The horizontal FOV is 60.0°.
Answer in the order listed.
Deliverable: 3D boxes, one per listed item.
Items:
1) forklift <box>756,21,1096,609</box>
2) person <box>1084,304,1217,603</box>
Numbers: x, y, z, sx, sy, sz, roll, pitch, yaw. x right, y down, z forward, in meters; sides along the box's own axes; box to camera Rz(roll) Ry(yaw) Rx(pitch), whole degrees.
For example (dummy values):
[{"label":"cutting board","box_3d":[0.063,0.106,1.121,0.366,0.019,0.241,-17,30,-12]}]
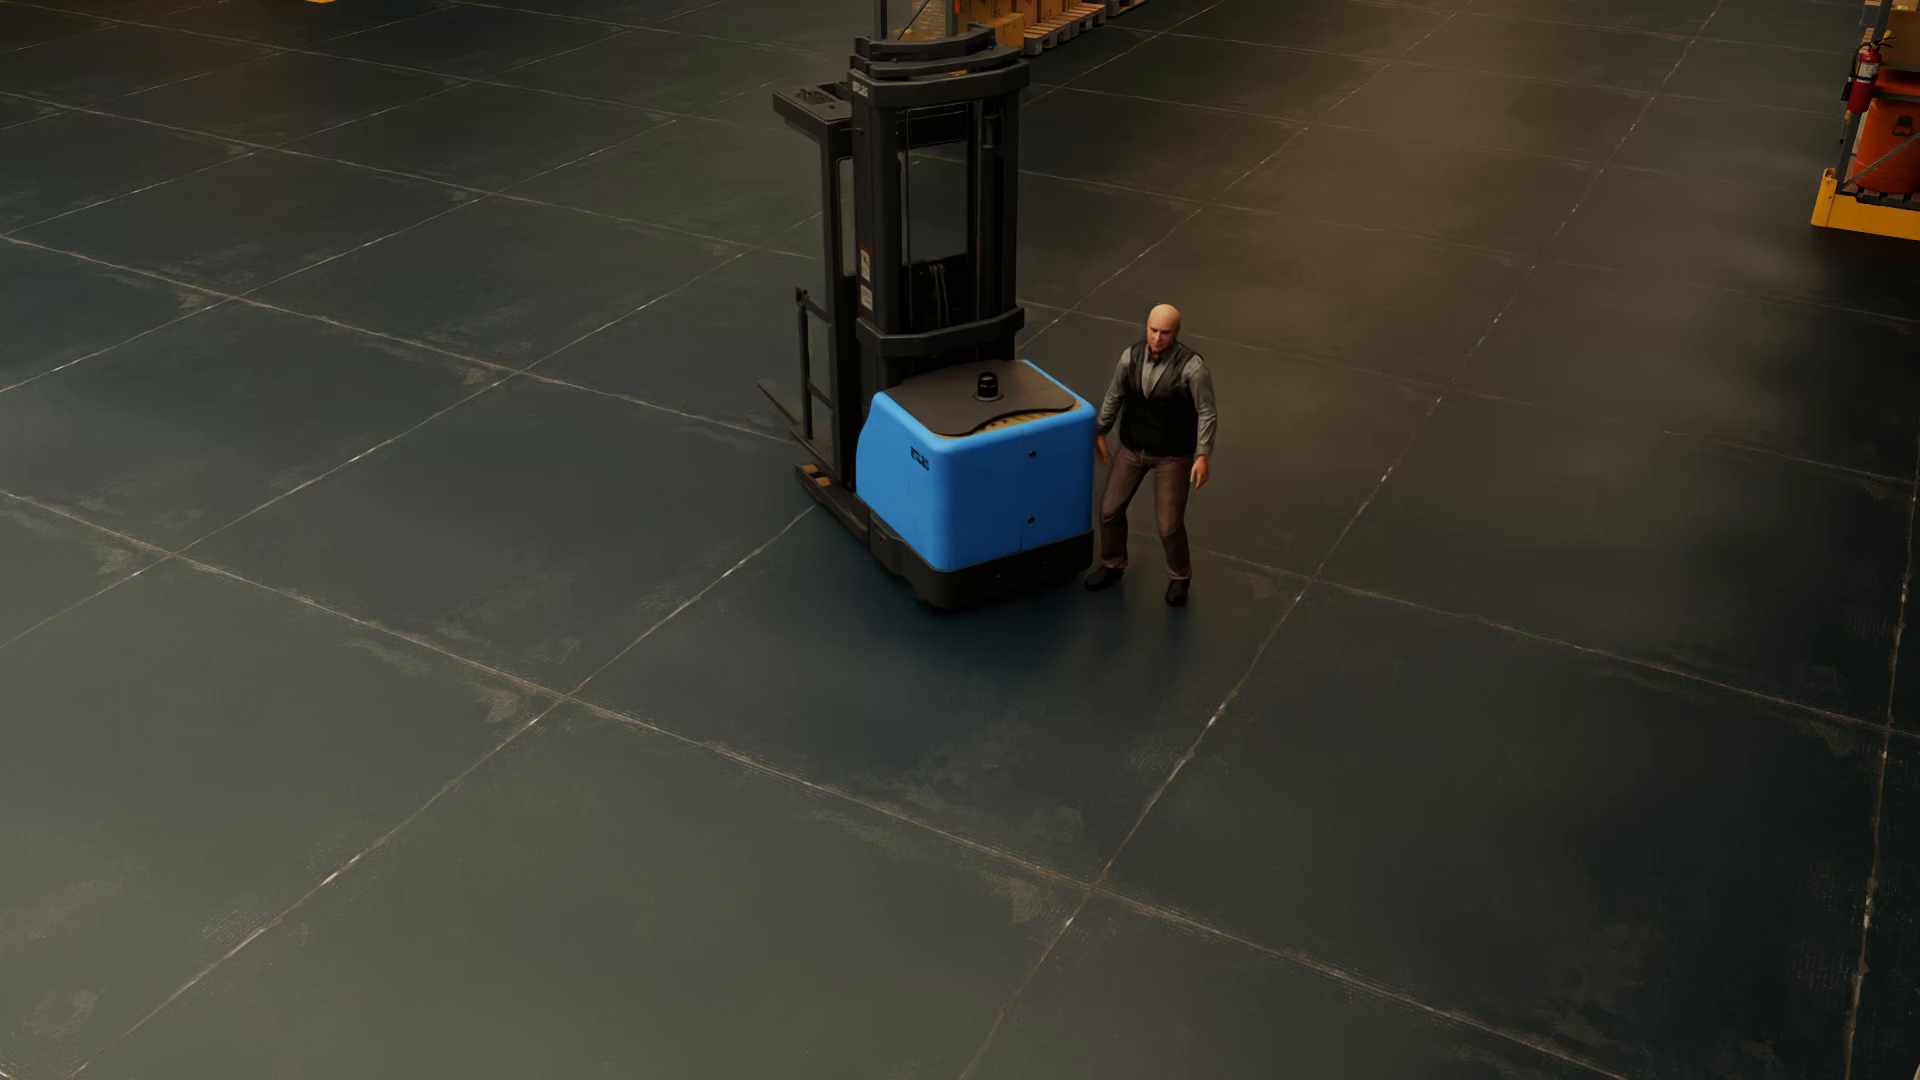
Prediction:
[{"label":"forklift","box_3d":[-0.384,-1.596,9.837,1.130,2.935,3.031,-15,33,-25]},{"label":"person","box_3d":[1.052,-0.476,9.142,0.711,1.699,0.490,17,34,27]}]
